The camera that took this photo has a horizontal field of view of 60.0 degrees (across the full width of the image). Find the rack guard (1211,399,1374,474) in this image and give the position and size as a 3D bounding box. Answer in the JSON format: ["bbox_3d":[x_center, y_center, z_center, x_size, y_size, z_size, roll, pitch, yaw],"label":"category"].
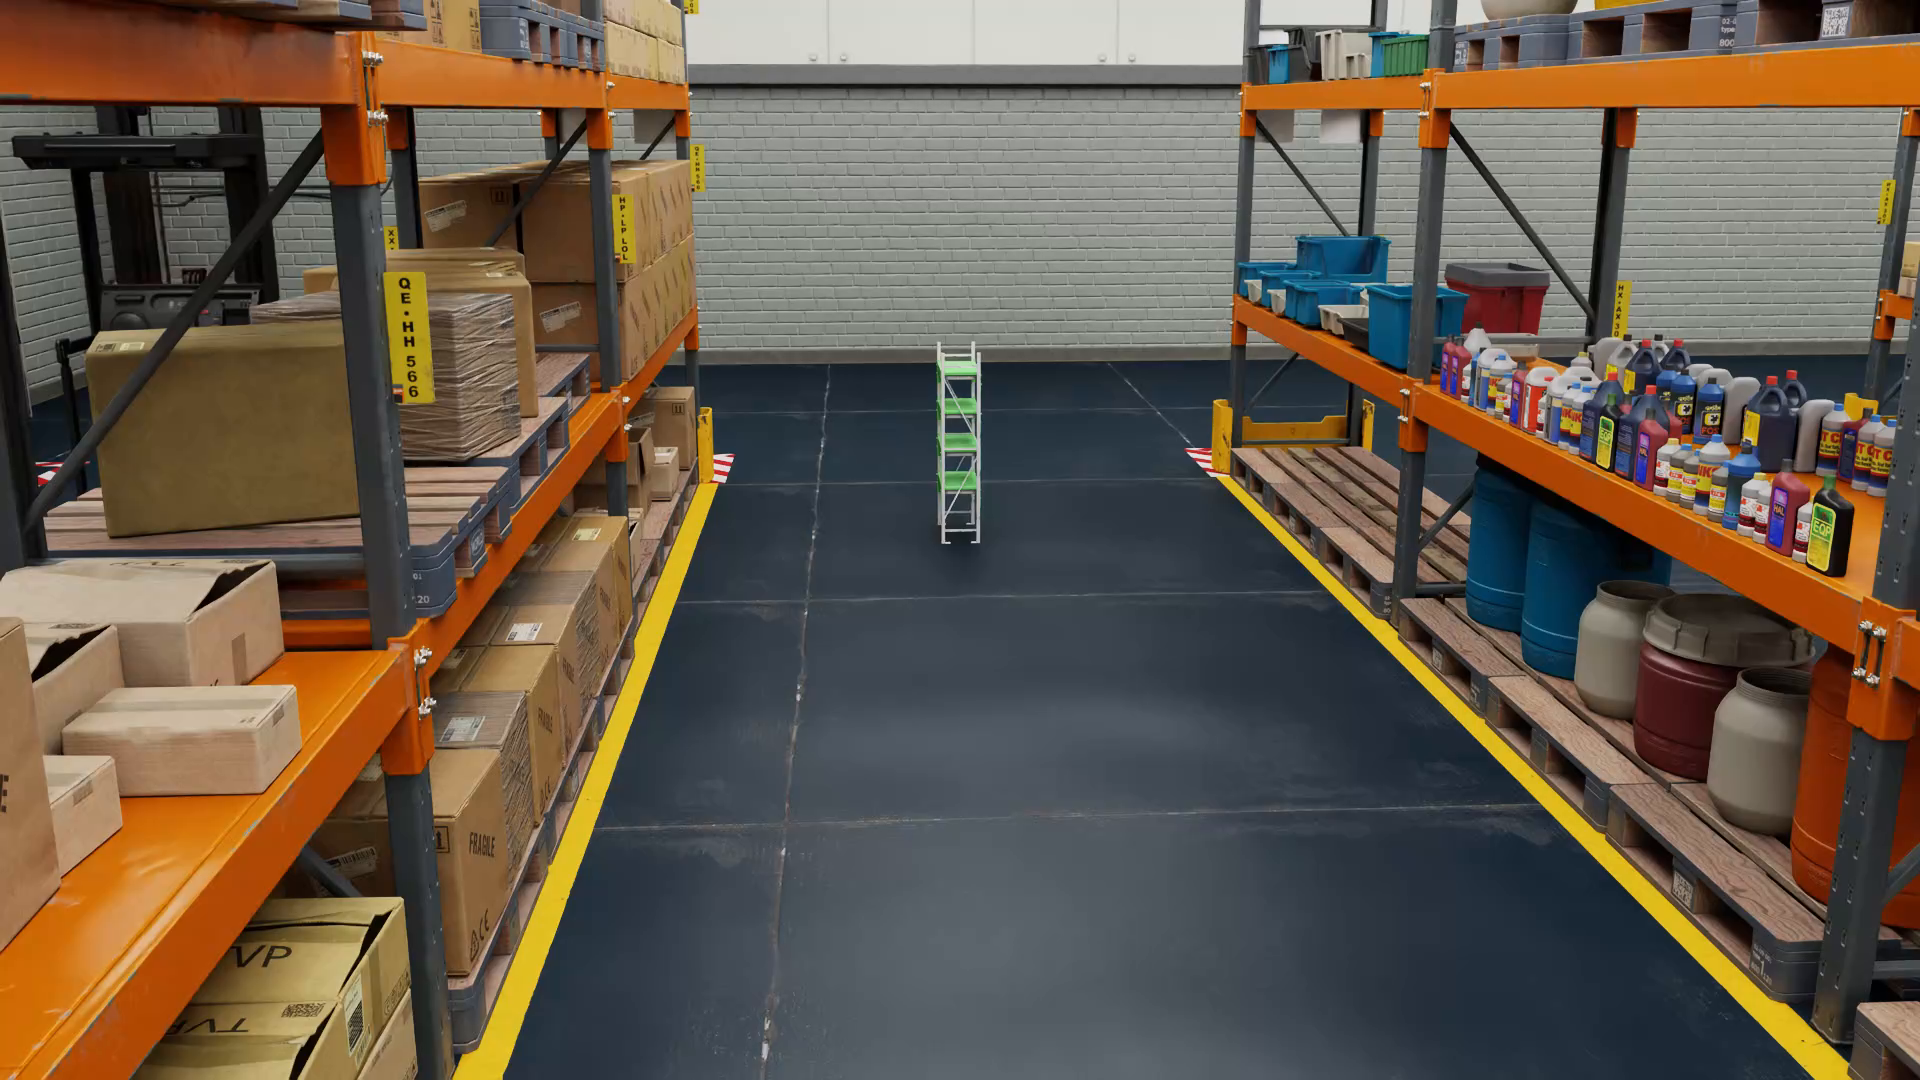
[{"bbox_3d":[2.513,-0.791,12.597,1.175,0.500,0.348,-1,14,-3],"label":"rack guard"}]

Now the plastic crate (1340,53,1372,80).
[{"bbox_3d":[2.317,-2.636,9.262,0.293,0.136,0.466,-1,14,-3],"label":"plastic crate"}]

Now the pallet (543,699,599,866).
[{"bbox_3d":[-2.002,0.931,6.484,1.003,0.211,1.213,-1,14,-3],"label":"pallet"}]

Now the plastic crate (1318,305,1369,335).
[{"bbox_3d":[2.368,-1.331,10.087,0.293,0.136,0.466,-1,14,-3],"label":"plastic crate"}]

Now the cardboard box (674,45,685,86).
[{"bbox_3d":[-2.121,-3.176,11.134,0.500,0.250,0.500,-1,14,-3],"label":"cardboard box"}]

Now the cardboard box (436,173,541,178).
[{"bbox_3d":[-2.493,-1.707,8.934,0.500,0.500,0.500,-1,14,-5],"label":"cardboard box"}]

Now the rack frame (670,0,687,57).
[{"bbox_3d":[-2.416,-4.825,11.222,1.000,3.000,0.127,-1,14,-3],"label":"rack frame"}]

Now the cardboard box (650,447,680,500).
[{"bbox_3d":[-2.108,-0.433,10.826,0.500,0.250,0.500,-1,14,-3],"label":"cardboard box"}]

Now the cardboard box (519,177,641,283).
[{"bbox_3d":[-1.917,-1.580,8.438,0.500,0.500,0.500,-1,14,-2],"label":"cardboard box"}]

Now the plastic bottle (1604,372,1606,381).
[{"bbox_3d":[3.022,-0.714,7.681,0.097,0.201,0.097,0,14,0],"label":"plastic bottle"}]

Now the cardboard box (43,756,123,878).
[{"bbox_3d":[-1.785,0.507,3.039,0.380,0.149,0.250,0,14,1],"label":"cardboard box"}]

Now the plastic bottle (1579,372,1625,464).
[{"bbox_3d":[2.514,-0.480,6.470,0.144,0.351,0.185,-1,14,-3],"label":"plastic bottle"}]

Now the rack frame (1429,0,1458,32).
[{"bbox_3d":[2.776,-3.906,7.649,1.000,3.000,0.127,-1,14,-3],"label":"rack frame"}]

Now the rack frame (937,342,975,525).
[{"bbox_3d":[-0.025,-0.683,10.773,0.240,1.200,0.015,-1,14,-3],"label":"rack frame"}]

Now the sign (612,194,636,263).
[{"bbox_3d":[-1.615,-1.496,7.995,0.100,0.325,0.005,-1,14,-3],"label":"sign"}]

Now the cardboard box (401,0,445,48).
[{"bbox_3d":[-2.013,-1.666,4.763,0.910,0.500,0.500,-1,14,-3],"label":"cardboard box"}]

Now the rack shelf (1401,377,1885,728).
[{"bbox_3d":[2.899,-0.155,6.553,1.077,0.370,4.000,-1,14,-3],"label":"rack shelf"}]

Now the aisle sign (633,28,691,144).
[{"bbox_3d":[-2.115,-3.201,11.730,0.394,0.787,0.004,-1,14,-3],"label":"aisle sign"}]

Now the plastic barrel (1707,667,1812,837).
[{"bbox_3d":[2.852,0.735,5.800,0.421,0.512,0.421,0,14,0],"label":"plastic barrel"}]

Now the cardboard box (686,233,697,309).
[{"bbox_3d":[-2.117,-1.861,11.540,0.500,0.500,0.500,0,14,-2],"label":"cardboard box"}]

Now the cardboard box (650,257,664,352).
[{"bbox_3d":[-1.992,-1.356,9.578,0.500,0.500,0.500,-1,14,-4],"label":"cardboard box"}]

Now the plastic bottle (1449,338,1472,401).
[{"bbox_3d":[2.381,-0.813,7.902,0.061,0.283,0.133,-1,14,-3],"label":"plastic bottle"}]

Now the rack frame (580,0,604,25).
[{"bbox_3d":[-2.169,-3.831,7.355,1.000,3.000,0.127,-1,14,-3],"label":"rack frame"}]

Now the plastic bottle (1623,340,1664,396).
[{"bbox_3d":[3.027,-0.705,7.347,0.144,0.351,0.185,-1,14,-3],"label":"plastic bottle"}]

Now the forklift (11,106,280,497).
[{"bbox_3d":[-4.666,-1.322,9.782,1.130,2.935,3.031,-1,14,-3],"label":"forklift"}]

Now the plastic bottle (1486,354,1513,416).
[{"bbox_3d":[2.427,-0.697,7.475,0.097,0.271,0.097,0,14,0],"label":"plastic bottle"}]

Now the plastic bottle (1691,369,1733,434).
[{"bbox_3d":[3.185,-0.598,7.080,0.152,0.276,0.135,-1,14,-3],"label":"plastic bottle"}]

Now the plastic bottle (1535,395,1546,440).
[{"bbox_3d":[2.461,-0.524,6.942,0.097,0.201,0.097,0,14,0],"label":"plastic bottle"}]

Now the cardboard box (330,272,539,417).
[{"bbox_3d":[-1.997,-0.739,6.334,0.700,0.500,0.500,-5,15,-18],"label":"cardboard box"}]

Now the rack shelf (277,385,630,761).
[{"bbox_3d":[-2.045,-0.080,6.259,1.077,0.370,4.000,-1,14,-3],"label":"rack shelf"}]

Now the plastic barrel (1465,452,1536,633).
[{"bbox_3d":[2.792,-0.052,8.079,0.600,0.901,0.708,-1,14,-3],"label":"plastic barrel"}]

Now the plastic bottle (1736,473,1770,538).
[{"bbox_3d":[2.563,-0.114,5.350,0.097,0.201,0.097,0,14,0],"label":"plastic bottle"}]

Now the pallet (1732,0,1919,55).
[{"bbox_3d":[3.074,-1.559,4.925,1.003,0.211,1.213,-1,14,-3],"label":"pallet"}]

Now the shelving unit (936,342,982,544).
[{"bbox_3d":[-0.010,-0.622,10.537,0.258,1.200,0.503,-1,14,-3],"label":"shelving unit"}]

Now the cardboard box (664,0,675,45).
[{"bbox_3d":[-2.099,-3.294,10.587,0.500,0.250,0.500,-1,14,-3],"label":"cardboard box"}]

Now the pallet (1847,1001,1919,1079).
[{"bbox_3d":[3.033,1.538,4.126,1.003,0.211,1.213,-1,14,-3],"label":"pallet"}]

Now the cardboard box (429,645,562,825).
[{"bbox_3d":[-1.728,0.694,5.941,0.500,0.500,0.500,-1,14,-4],"label":"cardboard box"}]

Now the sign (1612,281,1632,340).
[{"bbox_3d":[3.325,-1.143,8.393,0.100,0.325,0.005,-1,14,-3],"label":"sign"}]

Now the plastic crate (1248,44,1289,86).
[{"bbox_3d":[2.273,-3.285,11.517,0.497,0.269,0.590,-1,14,-3],"label":"plastic crate"}]

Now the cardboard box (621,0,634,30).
[{"bbox_3d":[-1.983,-2.797,8.654,0.500,0.250,0.500,-1,14,-3],"label":"cardboard box"}]

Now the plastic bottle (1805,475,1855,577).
[{"bbox_3d":[2.573,-0.044,4.910,0.061,0.283,0.133,-1,14,-3],"label":"plastic bottle"}]

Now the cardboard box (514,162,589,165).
[{"bbox_3d":[-2.612,-2.208,10.883,0.500,0.500,0.500,-1,14,-3],"label":"cardboard box"}]

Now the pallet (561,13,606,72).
[{"bbox_3d":[-2.198,-2.124,7.118,1.213,0.211,1.003,-1,14,-3],"label":"pallet"}]

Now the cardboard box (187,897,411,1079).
[{"bbox_3d":[-1.642,1.053,3.965,0.500,0.311,0.500,-1,14,-2],"label":"cardboard box"}]

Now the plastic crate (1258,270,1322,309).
[{"bbox_3d":[2.255,-1.713,11.382,0.416,0.233,0.300,-1,14,-3],"label":"plastic crate"}]

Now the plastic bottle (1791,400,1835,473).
[{"bbox_3d":[3.233,-0.403,6.324,0.152,0.276,0.135,-1,14,-3],"label":"plastic bottle"}]

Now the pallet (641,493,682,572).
[{"bbox_3d":[-2.289,-0.050,10.296,1.003,0.211,1.213,-1,14,-3],"label":"pallet"}]

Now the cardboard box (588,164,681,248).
[{"bbox_3d":[-2.045,-2.092,10.429,0.500,0.500,0.500,0,14,-2],"label":"cardboard box"}]

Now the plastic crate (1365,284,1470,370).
[{"bbox_3d":[2.406,-1.133,8.822,0.392,0.384,0.575,-1,14,-3],"label":"plastic crate"}]

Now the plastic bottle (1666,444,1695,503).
[{"bbox_3d":[2.533,-0.236,5.821,0.097,0.201,0.097,0,14,0],"label":"plastic bottle"}]

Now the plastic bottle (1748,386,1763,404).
[{"bbox_3d":[3.181,-0.476,6.613,0.097,0.271,0.097,0,14,0],"label":"plastic bottle"}]

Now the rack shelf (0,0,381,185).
[{"bbox_3d":[-1.797,-0.537,2.019,1.077,0.370,4.000,-1,14,-3],"label":"rack shelf"}]

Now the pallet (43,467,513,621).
[{"bbox_3d":[-2.033,-0.005,4.911,1.213,0.211,1.003,-1,14,-3],"label":"pallet"}]

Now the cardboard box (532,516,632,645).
[{"bbox_3d":[-1.852,0.190,7.900,0.500,0.500,0.500,-1,14,-4],"label":"cardboard box"}]

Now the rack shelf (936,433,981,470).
[{"bbox_3d":[-0.010,-0.560,10.553,0.258,0.148,0.480,-1,14,-3],"label":"rack shelf"}]

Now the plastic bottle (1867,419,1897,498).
[{"bbox_3d":[3.288,-0.291,5.897,0.097,0.271,0.097,0,14,0],"label":"plastic bottle"}]

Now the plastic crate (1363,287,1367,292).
[{"bbox_3d":[2.763,-1.625,11.230,0.396,0.136,0.243,-1,14,-3],"label":"plastic crate"}]

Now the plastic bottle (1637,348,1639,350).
[{"bbox_3d":[3.145,-0.757,7.697,0.152,0.276,0.135,-1,14,-3],"label":"plastic bottle"}]

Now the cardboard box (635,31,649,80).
[{"bbox_3d":[-2.008,-2.679,9.200,0.500,0.250,0.500,-1,14,-3],"label":"cardboard box"}]
